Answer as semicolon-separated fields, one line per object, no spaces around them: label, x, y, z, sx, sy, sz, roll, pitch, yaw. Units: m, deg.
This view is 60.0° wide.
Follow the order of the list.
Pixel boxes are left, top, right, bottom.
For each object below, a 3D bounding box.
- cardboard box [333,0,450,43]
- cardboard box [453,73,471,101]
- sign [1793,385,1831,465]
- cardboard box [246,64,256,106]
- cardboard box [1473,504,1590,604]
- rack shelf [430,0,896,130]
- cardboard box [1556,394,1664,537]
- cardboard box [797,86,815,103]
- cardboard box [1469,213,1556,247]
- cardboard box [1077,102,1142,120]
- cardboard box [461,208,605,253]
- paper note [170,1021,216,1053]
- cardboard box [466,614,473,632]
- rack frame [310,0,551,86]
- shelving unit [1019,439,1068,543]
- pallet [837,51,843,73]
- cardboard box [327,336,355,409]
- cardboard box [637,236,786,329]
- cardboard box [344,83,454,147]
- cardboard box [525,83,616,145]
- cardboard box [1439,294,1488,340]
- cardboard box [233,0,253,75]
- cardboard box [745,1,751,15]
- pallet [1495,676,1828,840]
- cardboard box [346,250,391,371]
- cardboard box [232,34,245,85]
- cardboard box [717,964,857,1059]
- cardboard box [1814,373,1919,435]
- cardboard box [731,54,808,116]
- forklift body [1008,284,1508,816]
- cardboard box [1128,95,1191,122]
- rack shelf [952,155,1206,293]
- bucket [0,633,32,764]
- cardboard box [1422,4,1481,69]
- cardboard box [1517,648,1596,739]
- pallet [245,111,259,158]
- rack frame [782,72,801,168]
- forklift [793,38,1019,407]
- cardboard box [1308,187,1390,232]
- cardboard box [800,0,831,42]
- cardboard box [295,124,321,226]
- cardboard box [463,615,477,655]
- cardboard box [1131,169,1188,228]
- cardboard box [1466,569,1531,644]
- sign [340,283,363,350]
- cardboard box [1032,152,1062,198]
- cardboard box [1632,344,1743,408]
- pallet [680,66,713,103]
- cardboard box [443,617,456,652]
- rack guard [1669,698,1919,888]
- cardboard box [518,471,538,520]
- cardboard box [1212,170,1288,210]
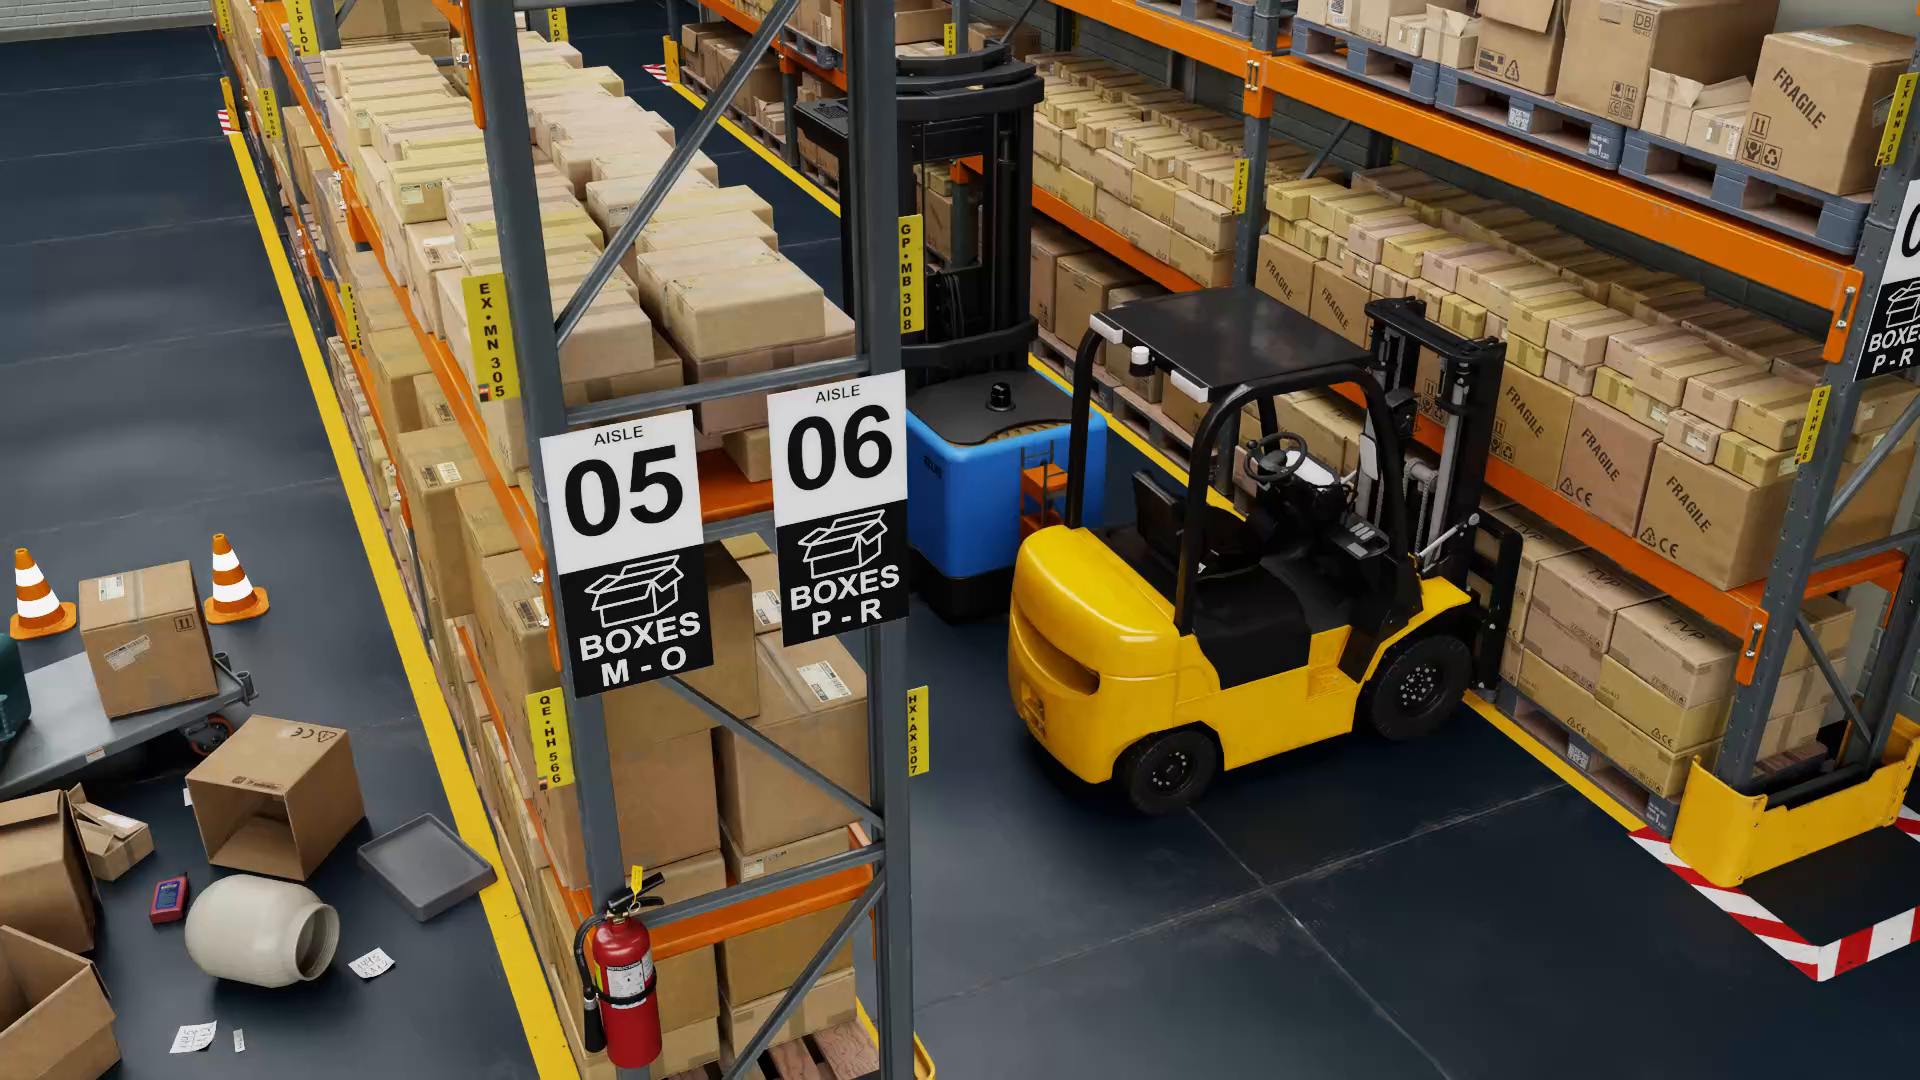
cardboard box;-2.716;-2.546;7.842;0.500;0.250;0.500;-12;32;-21
cardboard box;-1.919;-1.906;7.337;0.500;0.250;0.500;-13;32;-22
sign;3.350;-0.450;6.533;0.100;0.325;0.005;-13;32;-22
cardboard box;-5.411;-3.653;13.312;0.500;0.250;0.500;-13;32;-21
cardboard box;2.917;0.047;8.431;0.500;0.250;0.500;-13;32;-21
rack shelf;-1.494;-2.091;5.489;1.077;0.370;4.000;-13;32;-22
cardboard box;3.184;-0.387;7.743;0.500;0.500;0.500;-12;31;-20
cardboard box;-1.391;-4.412;16.487;0.380;0.149;0.250;-12;31;-20
cardboard box;2.992;-1.645;9.021;0.380;0.149;0.250;-14;32;-23
cardboard box;1.045;-2.945;11.642;0.380;0.149;0.250;-13;32;-22
cardboard box;-1.311;-0.893;5.124;0.380;0.149;0.250;-13;32;-22
paper note;-3.068;1.988;6.658;0.148;0.019;0.142;-3;29;-5
cardboard box;-1.740;0.067;6.630;0.500;0.500;0.500;-13;32;-21
rack frame;-2.352;-3.289;6.888;1.000;3.000;0.127;-13;32;-22
shelving unit;0.478;-0.013;9.173;0.215;1.050;0.252;-14;32;-24
pallet;-0.427;-4.258;14.945;1.003;0.211;1.213;-13;32;-22
cardboard box;-3.836;-1.225;11.598;0.950;0.372;0.625;-15;33;-25
cardboard box;-0.726;-0.760;4.886;0.380;0.149;0.250;-13;32;-22
cardboard box;-2.180;-1.663;6.496;0.380;0.149;0.250;-13;32;-22
cardboard box;-1.558;-1.668;6.505;0.380;0.149;0.250;-14;32;-23
cardboard box;2.674;-1.160;8.459;0.380;0.149;0.250;-14;32;-23
cardboard box;-5.401;-3.990;13.148;0.500;0.500;0.500;-14;32;-23
cardboard box;-2.023;-5.570;17.347;0.380;0.149;0.250;-12;32;-21
pallet;3.480;0.938;8.335;1.003;0.211;1.213;-13;32;-22
cardboard box;-2.359;-1.042;7.586;0.700;0.500;0.500;-13;32;-22
cardboard box;-6.217;-4.401;14.903;0.500;0.500;0.500;-13;32;-22
cardboard box;-10.081;2.948;2.759;20.716;1.739;1.673;-13;32;-22
cardboard box;3.895;-0.599;7.155;0.380;0.149;0.250;-14;32;-23
cardboard box;-2.068;-4.976;18.156;0.700;0.500;0.500;-14;32;-24
forklift body;1.385;-0.034;8.084;2.313;2.155;1.214;-13;32;-22
cardboard box;1.411;-3.035;11.802;0.380;0.149;0.250;-12;31;-21
rack shelf;1.271;-2.286;11.969;1.077;0.370;4.000;-13;32;-22
bucket;-4.639;0.752;7.607;0.726;0.611;0.620;-3;19;-5
cardboard box;2.492;-2.474;8.106;0.396;0.266;0.258;-14;32;-23
cardboard box;3.154;0.704;8.283;0.500;0.250;0.500;-13;32;-22
pallet;-7.090;-4.420;17.890;1.003;0.211;1.213;-13;32;-22
rack frame;-1.305;-5.250;16.519;1.000;3.000;0.127;-13;32;-22
forklift;-0.284;-1.550;9.990;1.121;2.935;3.031;-14;32;-24
cardboard box;2.208;-1.877;9.433;0.380;0.149;0.250;-13;32;-21
cardboard box;-1.077;-4.988;15.519;0.700;0.500;0.500;-13;32;-21
cardboard box;-3.855;-2.320;10.458;0.500;0.500;0.500;-11;31;-19
cardboard box;-1.832;0.316;6.849;0.380;0.149;0.250;-13;32;-22
cardboard box;1.460;-2.258;10.825;0.500;0.250;0.500;-14;32;-23
cardboard box;2.909;0.252;8.578;0.500;0.250;0.500;-14;32;-23
sign;-2.852;-1.059;7.862;0.100;0.325;0.005;-13;32;-22
cardboard box;0.821;-2.721;12.162;0.500;0.250;0.500;-14;32;-24
cardboard box;3.232;-0.732;7.392;0.380;0.149;0.250;-12;32;-21
pallet;-2.647;-5.415;19.665;1.003;0.211;1.213;-13;32;-22
cardboard box;-2.121;0.345;7.492;0.380;0.149;0.250;-12;31;-20
rack guard;3.857;1.151;7.658;1.175;0.500;0.348;-13;32;-22
cardboard box;-1.041;-0.203;4.709;0.380;0.149;0.250;-13;32;-22
cardboard box;1.782;-2.147;10.220;0.380;0.149;0.250;-12;31;-20
